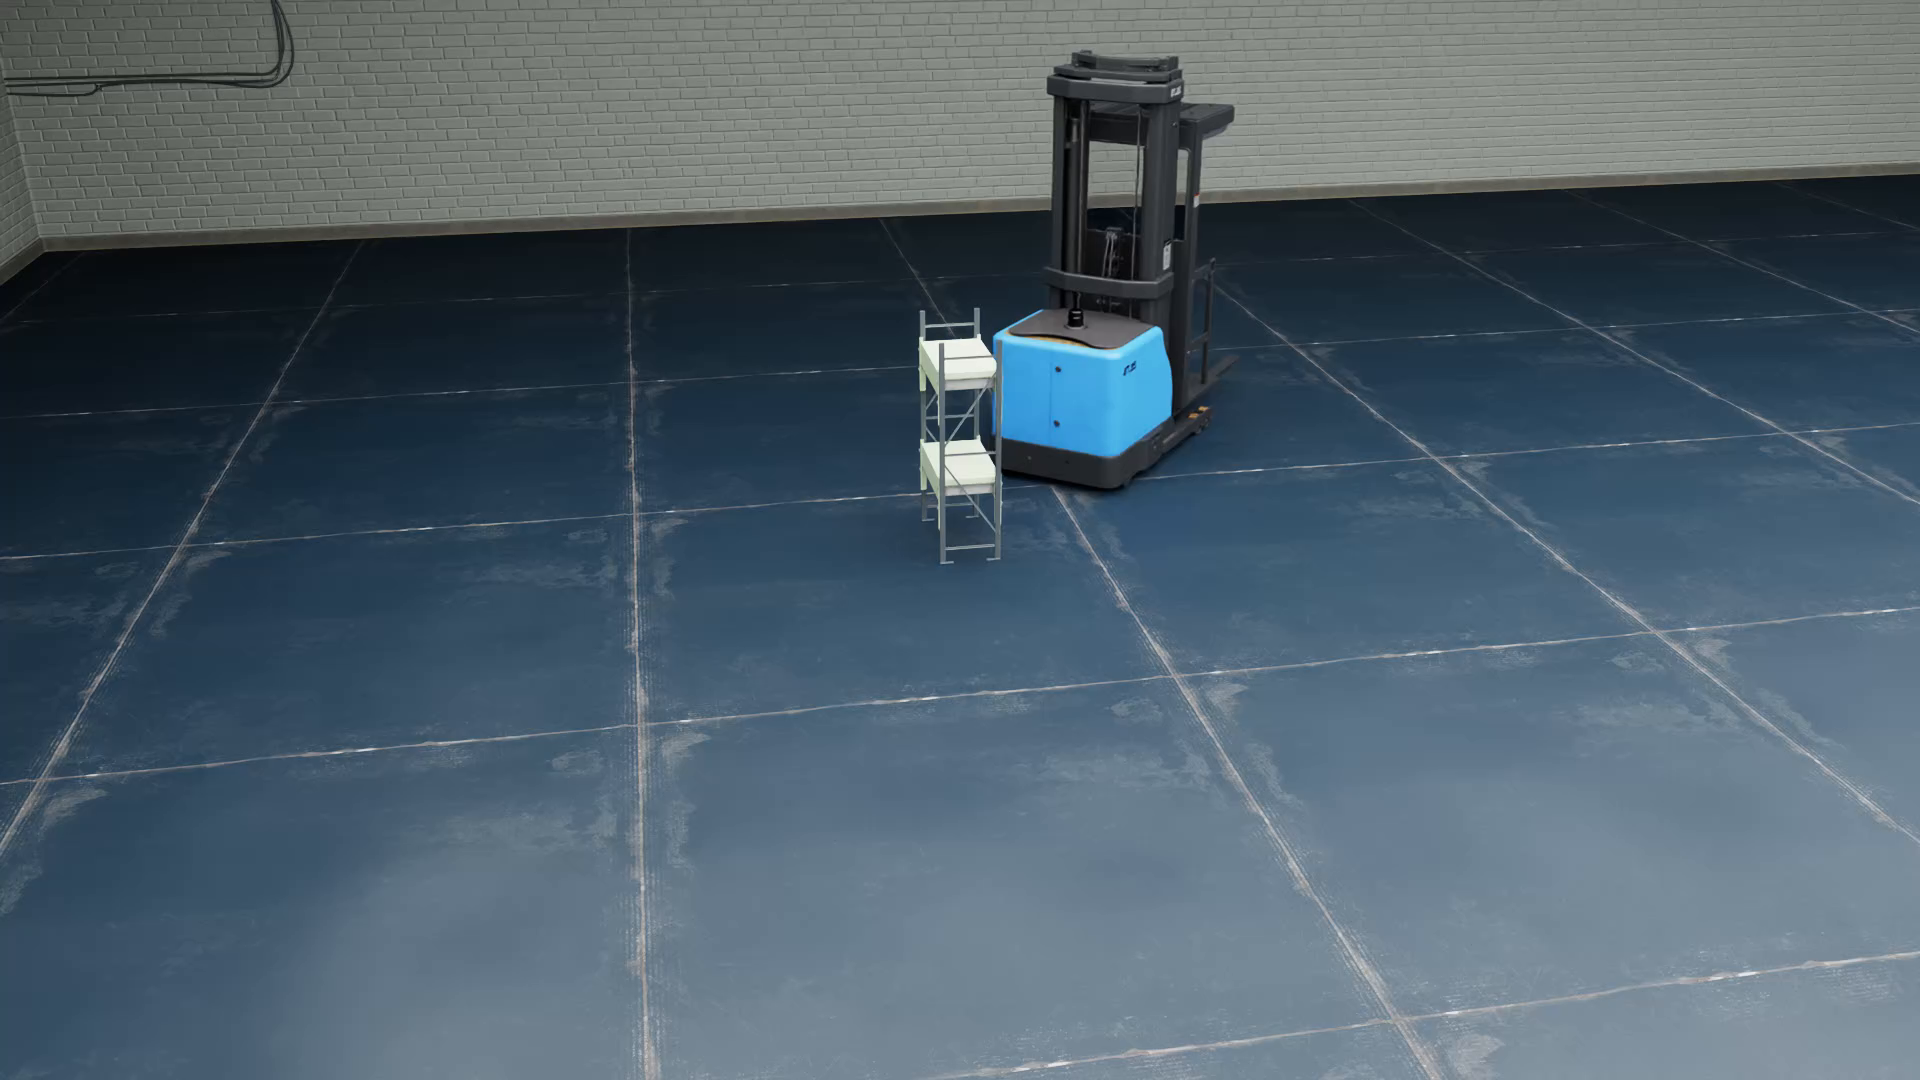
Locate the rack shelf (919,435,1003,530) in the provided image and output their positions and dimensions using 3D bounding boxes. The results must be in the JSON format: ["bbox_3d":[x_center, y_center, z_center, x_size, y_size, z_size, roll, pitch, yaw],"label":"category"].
[{"bbox_3d":[-0.001,-0.391,11.086,0.431,0.370,0.720,-4,24,-10],"label":"rack shelf"}]

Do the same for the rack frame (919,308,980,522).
[{"bbox_3d":[-0.069,-0.834,11.285,0.400,1.500,0.023,-4,24,-10],"label":"rack frame"}]

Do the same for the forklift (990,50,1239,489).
[{"bbox_3d":[1.377,-2.260,12.762,1.130,2.935,3.031,13,27,26],"label":"forklift"}]

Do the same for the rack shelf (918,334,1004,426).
[{"bbox_3d":[-0.001,-1.048,10.800,0.431,0.370,0.720,-4,24,-10],"label":"rack shelf"}]

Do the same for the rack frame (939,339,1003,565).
[{"bbox_3d":[0.066,-0.546,10.626,0.400,1.500,0.023,-4,24,-10],"label":"rack frame"}]

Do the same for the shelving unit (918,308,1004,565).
[{"bbox_3d":[-0.001,-0.690,10.956,0.431,1.500,0.755,-4,24,-10],"label":"shelving unit"}]

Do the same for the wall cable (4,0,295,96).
[{"bbox_3d":[-8.846,-6.032,17.697,3.097,2.526,0.112,-4,24,-10],"label":"wall cable"}]
